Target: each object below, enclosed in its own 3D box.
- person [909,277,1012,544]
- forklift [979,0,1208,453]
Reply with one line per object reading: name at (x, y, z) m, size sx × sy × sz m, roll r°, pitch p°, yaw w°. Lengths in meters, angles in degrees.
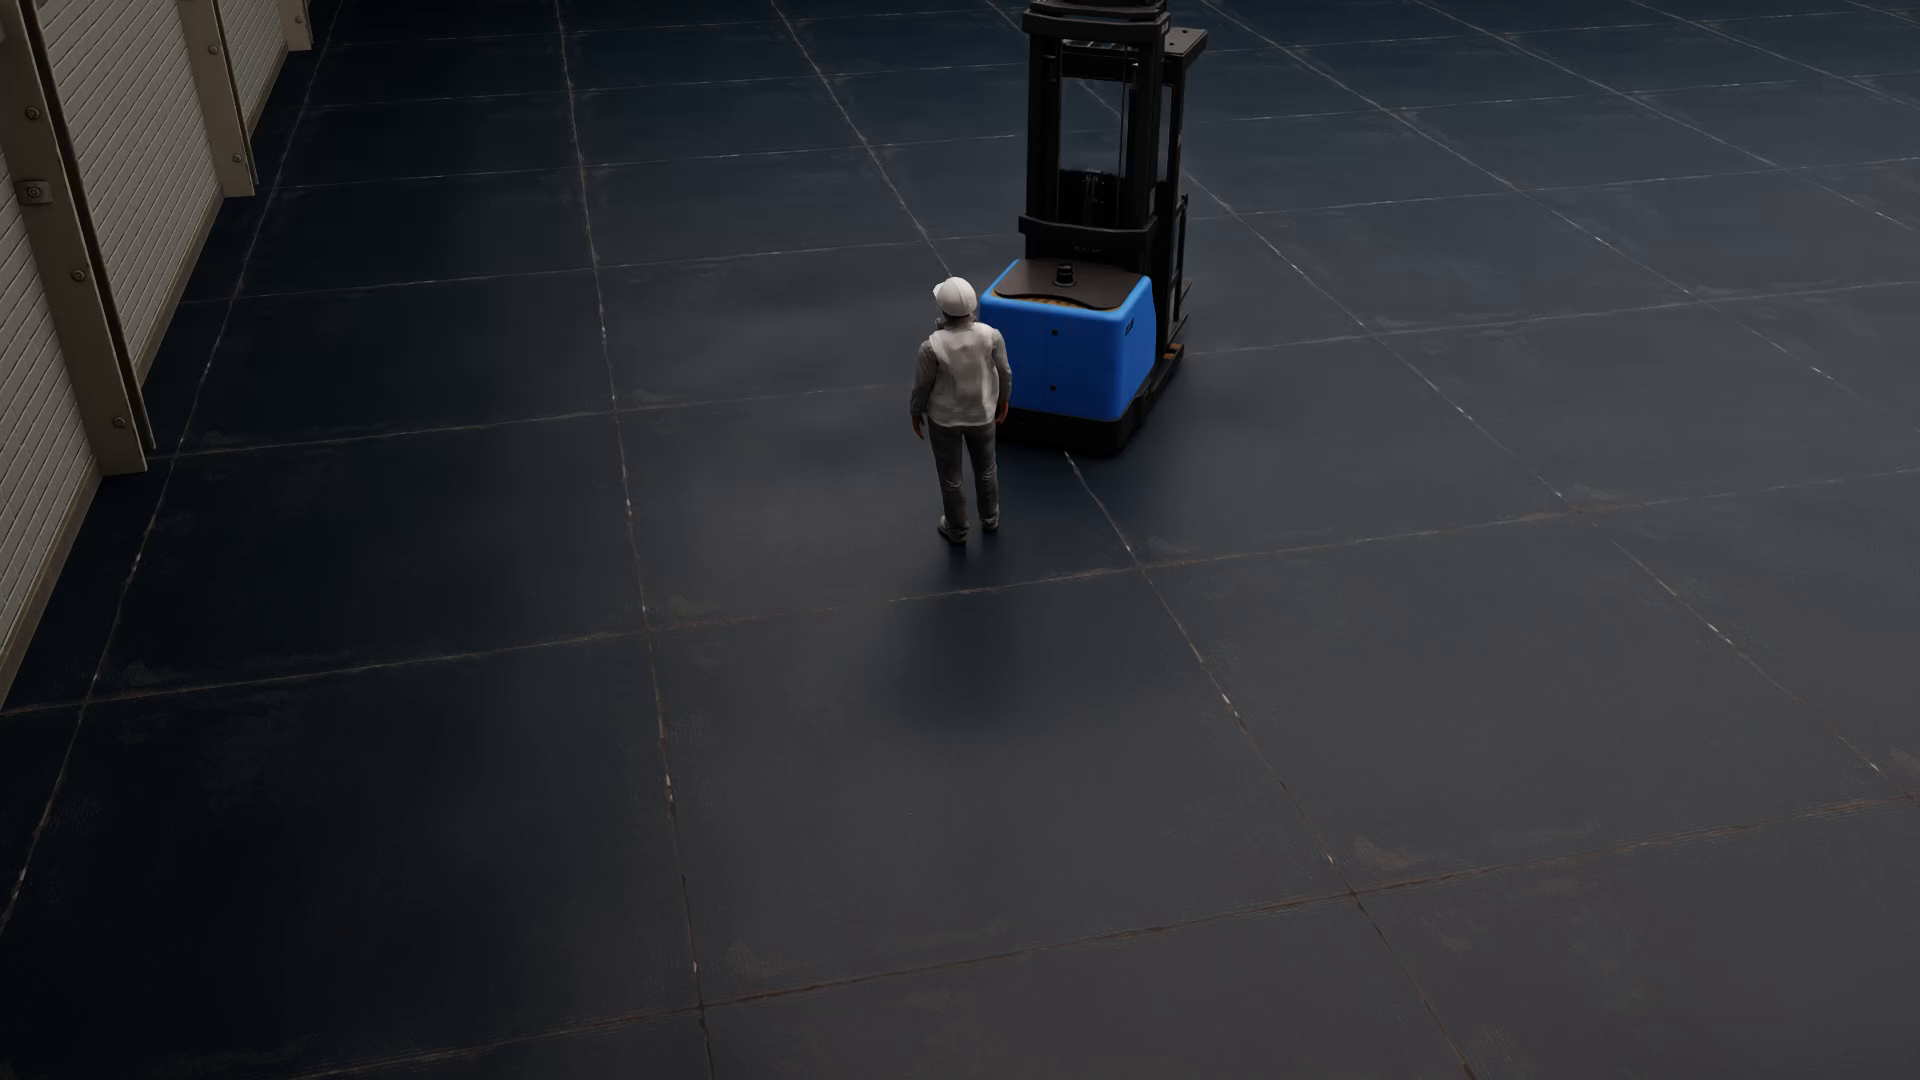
person at (-0.007, -0.805, 10.105) m, size 0.632 × 1.773 × 0.568 m, roll -7°, pitch 31°, yaw -12°
forklift at (1.092, -2.588, 12.045) m, size 1.130 × 2.935 × 3.031 m, roll 10°, pitch 32°, yaw 17°
